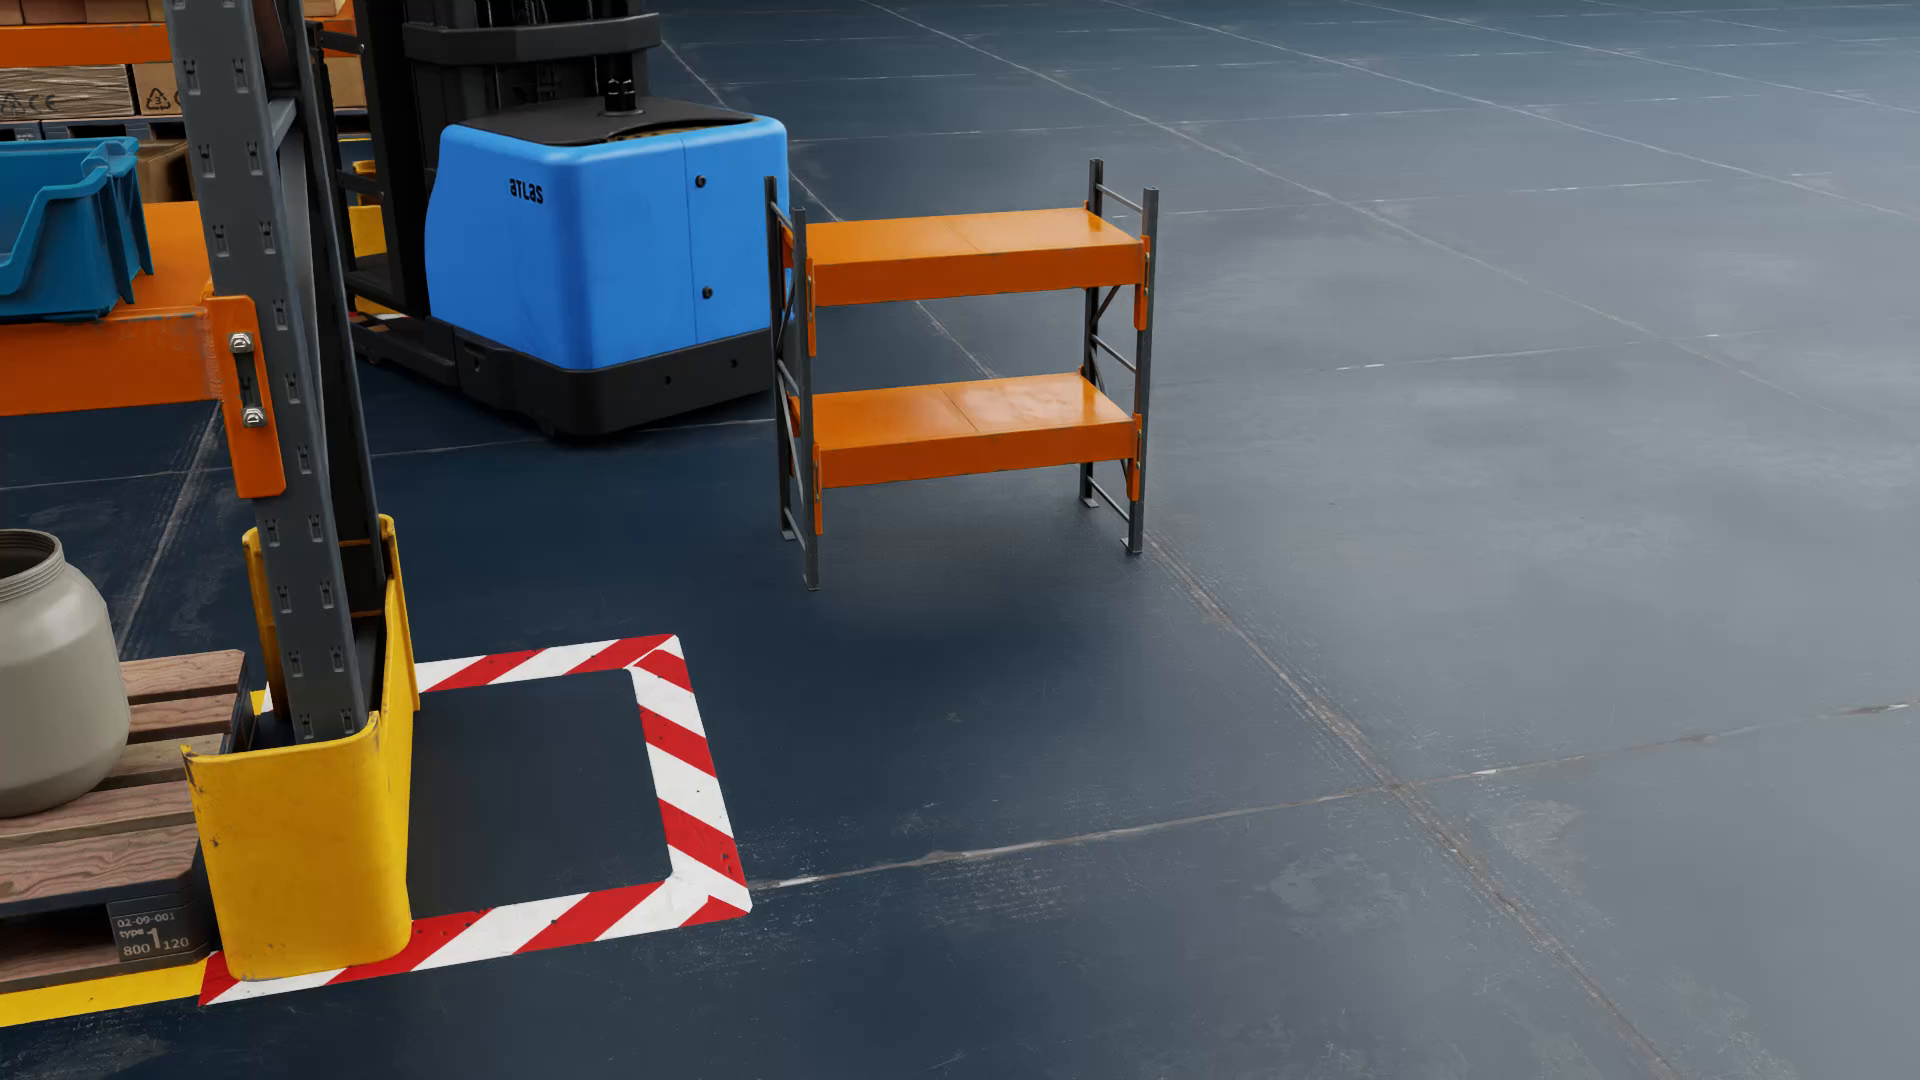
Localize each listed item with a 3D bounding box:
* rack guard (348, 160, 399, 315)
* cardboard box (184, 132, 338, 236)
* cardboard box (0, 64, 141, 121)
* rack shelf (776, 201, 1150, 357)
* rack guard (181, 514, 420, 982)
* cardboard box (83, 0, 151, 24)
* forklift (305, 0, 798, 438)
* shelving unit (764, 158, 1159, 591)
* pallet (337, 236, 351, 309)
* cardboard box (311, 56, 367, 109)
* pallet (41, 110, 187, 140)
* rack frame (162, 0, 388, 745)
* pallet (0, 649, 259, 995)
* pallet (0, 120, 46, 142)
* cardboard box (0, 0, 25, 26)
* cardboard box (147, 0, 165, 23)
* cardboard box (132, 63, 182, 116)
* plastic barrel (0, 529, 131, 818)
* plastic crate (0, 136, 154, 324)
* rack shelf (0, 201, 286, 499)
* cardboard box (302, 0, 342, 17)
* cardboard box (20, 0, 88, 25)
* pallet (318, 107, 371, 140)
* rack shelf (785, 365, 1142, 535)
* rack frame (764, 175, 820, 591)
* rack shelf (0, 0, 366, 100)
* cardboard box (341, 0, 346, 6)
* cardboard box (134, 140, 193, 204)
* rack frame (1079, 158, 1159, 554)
[{"bbox_3d":[-2.771,-1.500,8.113,0.348,0.500,1.175,-6,24,-14],"label":"rack guard"},{"bbox_3d":[-3.304,-1.641,7.909,0.500,0.500,0.500,-2,23,-5],"label":"cardboard box"},{"bbox_3d":[-6.301,-3.479,11.717,0.875,0.875,0.875,-6,24,-14],"label":"cardboard box"},{"bbox_3d":[-0.007,-0.785,4.911,1.000,0.278,0.538,-6,24,-14],"label":"rack shelf"},{"bbox_3d":[-1.421,0.398,3.689,0.348,0.500,1.175,-6,24,-14],"label":"rack guard"},{"bbox_3d":[-3.629,-2.340,7.217,0.250,0.149,0.380,-6,24,-14],"label":"cardboard box"},{"bbox_3d":[-2.015,-2.206,6.673,1.130,2.935,3.031,-21,31,-40],"label":"forklift"},{"bbox_3d":[-0.007,-0.516,5.027,1.048,1.125,0.538,-6,24,-14],"label":"shelving unit"},{"bbox_3d":[-3.563,-1.295,7.999,1.213,0.211,1.003,-6,24,-14],"label":"pallet"},{"bbox_3d":[-4.576,-3.670,12.162,0.875,0.875,0.875,-6,24,-14],"label":"cardboard box"},{"bbox_3d":[-5.862,-3.026,12.035,1.213,0.211,1.003,-6,24,-14],"label":"pallet"},{"bbox_3d":[-1.360,-0.777,3.256,0.127,3.000,1.000,-6,24,-14],"label":"rack frame"},{"bbox_3d":[-2.204,0.615,3.549,1.213,0.211,1.003,-6,24,-14],"label":"pallet"},{"bbox_3d":[-7.039,-2.895,11.729,1.213,0.211,1.003,-6,24,-14],"label":"pallet"},{"bbox_3d":[-4.116,-2.294,7.110,0.250,0.149,0.380,-6,24,-14],"label":"cardboard box"},{"bbox_3d":[-3.385,-2.360,7.266,0.250,0.149,0.380,-6,24,-14],"label":"cardboard box"},{"bbox_3d":[-5.422,-3.576,11.942,0.875,0.875,0.875,-7,24,-15],"label":"cardboard box"},{"bbox_3d":[-1.973,0.273,3.433,0.421,0.512,0.421,0,23,0],"label":"plastic barrel"},{"bbox_3d":[-1.761,-0.542,2.897,0.616,0.251,0.499,-6,24,-14],"label":"plastic crate"},{"bbox_3d":[-3.286,-0.233,2.902,4.000,0.370,1.077,-6,24,-14],"label":"rack shelf"},{"bbox_3d":[-2.917,-2.433,7.435,0.250,0.149,0.380,-6,24,-14],"label":"cardboard box"},{"bbox_3d":[-3.881,-2.329,7.192,0.250,0.149,0.380,-6,24,-14],"label":"cardboard box"},{"bbox_3d":[-4.689,-3.155,12.335,1.213,0.211,1.003,-6,24,-14],"label":"pallet"},{"bbox_3d":[-0.007,-0.292,5.123,1.000,0.278,0.538,-6,24,-14],"label":"rack shelf"},{"bbox_3d":[-0.496,-0.462,4.900,0.032,1.125,0.500,-6,24,-14],"label":"rack frame"},{"bbox_3d":[-4.624,-2.114,7.284,4.000,0.370,1.077,-6,24,-14],"label":"rack shelf"},{"bbox_3d":[-3.037,-2.602,7.828,0.250,0.149,0.380,-6,24,-14],"label":"cardboard box"},{"bbox_3d":[-3.870,-1.565,7.730,0.500,0.500,0.500,0,23,0],"label":"cardboard box"},{"bbox_3d":[0.483,-0.570,5.153,0.032,1.125,0.500,-6,24,-14],"label":"rack frame"}]
